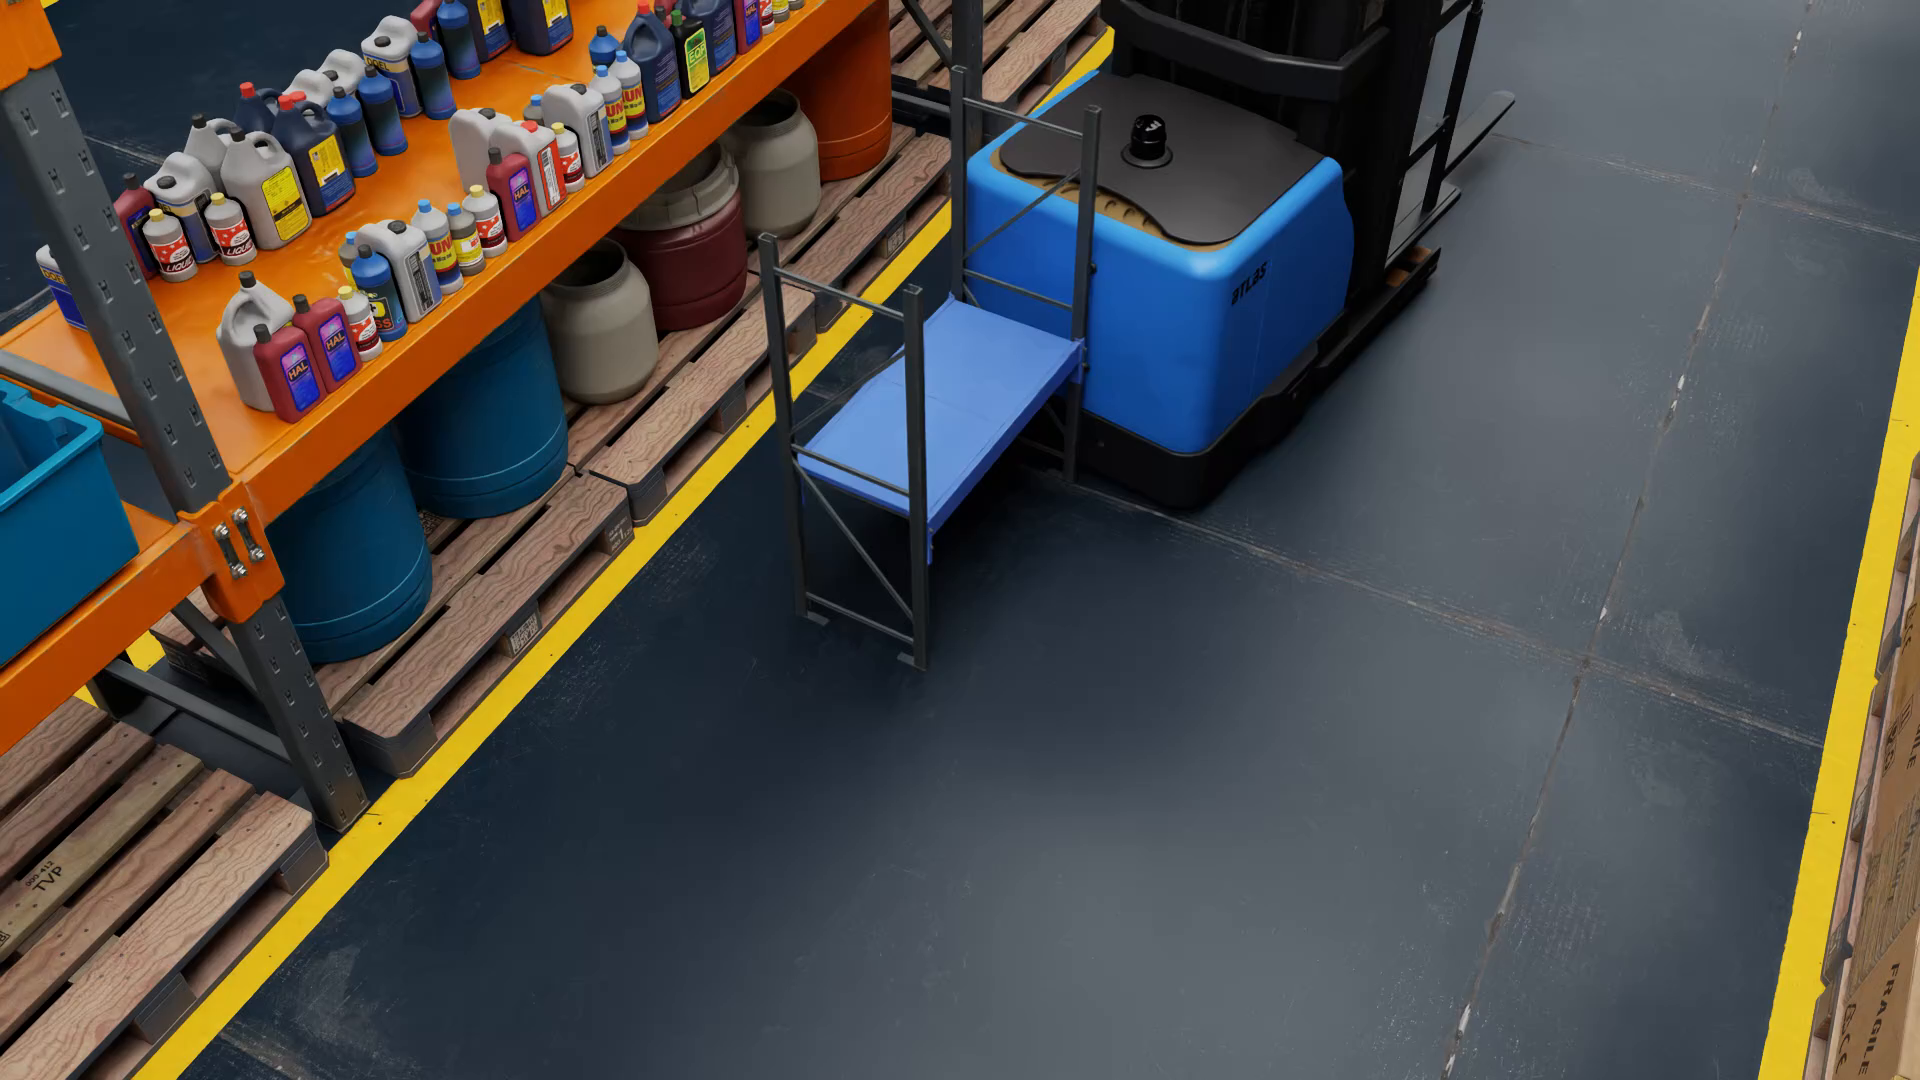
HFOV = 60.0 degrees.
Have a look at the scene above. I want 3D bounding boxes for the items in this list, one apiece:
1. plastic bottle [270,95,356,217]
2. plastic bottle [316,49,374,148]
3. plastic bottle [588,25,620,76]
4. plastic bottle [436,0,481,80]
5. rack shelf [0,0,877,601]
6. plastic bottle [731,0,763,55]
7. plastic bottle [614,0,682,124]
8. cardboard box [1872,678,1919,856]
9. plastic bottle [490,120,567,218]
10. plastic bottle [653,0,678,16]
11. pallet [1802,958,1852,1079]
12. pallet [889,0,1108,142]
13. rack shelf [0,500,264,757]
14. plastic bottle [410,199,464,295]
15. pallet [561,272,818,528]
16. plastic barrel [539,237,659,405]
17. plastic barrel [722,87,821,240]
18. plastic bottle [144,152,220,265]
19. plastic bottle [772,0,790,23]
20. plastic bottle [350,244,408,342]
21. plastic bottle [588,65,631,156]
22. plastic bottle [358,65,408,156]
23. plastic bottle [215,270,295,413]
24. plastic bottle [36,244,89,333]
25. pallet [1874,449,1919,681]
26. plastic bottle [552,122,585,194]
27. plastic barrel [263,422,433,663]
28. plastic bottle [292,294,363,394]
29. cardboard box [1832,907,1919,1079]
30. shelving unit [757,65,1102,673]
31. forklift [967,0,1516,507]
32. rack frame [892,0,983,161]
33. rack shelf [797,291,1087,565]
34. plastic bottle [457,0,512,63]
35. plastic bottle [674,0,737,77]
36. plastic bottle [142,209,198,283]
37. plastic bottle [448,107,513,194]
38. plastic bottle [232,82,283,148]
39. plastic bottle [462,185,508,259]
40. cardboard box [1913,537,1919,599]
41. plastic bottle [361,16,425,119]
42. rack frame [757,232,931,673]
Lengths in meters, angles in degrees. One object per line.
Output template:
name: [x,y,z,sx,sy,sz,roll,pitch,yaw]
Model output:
plastic bottle: [-1.879,-1.128,4.790,0.144,0.351,0.185,20,49,19]
plastic bottle: [-1.866,-1.333,5.046,0.152,0.276,0.135,20,49,19]
plastic bottle: [-1.099,-1.474,5.188,0.097,0.271,0.097,0,45,0]
plastic bottle: [-1.613,-1.624,5.336,0.097,0.271,0.097,0,45,0]
rack shelf: [-1.301,-1.396,5.527,1.077,0.370,4.000,20,49,19]
plastic bottle: [-0.713,-1.752,5.455,0.061,0.283,0.133,20,49,19]
plastic bottle: [-0.971,-1.489,5.147,0.144,0.351,0.185,20,49,19]
cardboard box: [2.836,0.622,4.475,0.500,0.500,0.500,19,48,18]
plastic bottle: [-1.247,-1.095,4.810,0.152,0.276,0.135,20,49,19]
plastic bottle: [-0.926,-1.684,5.387,0.061,0.283,0.133,20,49,19]
pallet: [2.501,1.704,3.918,1.003,0.211,1.213,20,49,19]
pallet: [0.022,-2.404,7.978,1.003,0.211,1.213,20,49,19]
rack shelf: [-3.158,1.124,3.036,1.077,0.370,4.000,20,49,19]
plastic bottle: [-1.429,-0.804,4.526,0.097,0.271,0.097,0,45,0]
pallet: [-1.269,-0.653,6.247,1.003,0.211,1.213,20,49,19]
plastic barrel: [-1.291,-0.772,5.858,0.421,0.512,0.421,0,45,0]
plastic barrel: [-0.767,-1.483,6.561,0.421,0.512,0.421,0,45,0]
plastic bottle: [-2.163,-0.931,4.648,0.152,0.276,0.135,20,49,19]
plastic bottle: [-0.630,-1.864,5.623,0.097,0.201,0.097,0,45,0]
plastic bottle: [-1.537,-0.658,4.382,0.097,0.271,0.097,0,45,0]
plastic bottle: [-1.061,-1.303,5.020,0.097,0.271,0.097,0,45,0]
plastic bottle: [-1.747,-1.302,5.018,0.097,0.271,0.097,0,45,0]
plastic bottle: [-1.760,-0.512,4.182,0.144,0.351,0.185,20,49,19]
plastic bottle: [-2.332,-0.701,4.421,0.152,0.276,0.135,20,49,19]
pallet: [3.633,0.167,5.437,1.003,0.211,1.213,20,49,19]
plastic bottle: [-1.169,-1.133,4.900,0.097,0.201,0.097,0,45,0]
plastic barrel: [-1.961,-0.136,4.956,0.600,0.901,0.708,20,49,19]
plastic bottle: [-1.619,-0.522,4.239,0.061,0.283,0.133,20,49,19]
cardboard box: [2.369,1.258,3.845,0.500,0.500,0.500,21,49,19]
shelving unit: [-0.062,-0.512,5.202,0.538,1.500,1.048,23,50,21]
forklift: [1.288,-2.144,5.808,1.130,2.935,3.031,28,52,25]
rack frame: [-0.372,-2.909,6.516,1.000,3.000,0.127,20,49,19]
rack shelf: [-0.062,-0.386,5.330,0.538,0.185,1.000,23,50,21]
plastic bottle: [-1.581,-1.753,5.408,0.144,0.351,0.185,20,49,19]
plastic bottle: [-0.824,-1.690,5.346,0.144,0.351,0.185,20,49,19]
plastic bottle: [-2.187,-0.820,4.592,0.097,0.201,0.097,0,45,0]
plastic bottle: [-1.382,-1.145,4.860,0.152,0.276,0.135,20,49,19]
plastic bottle: [-2.006,-1.175,4.837,0.144,0.351,0.185,20,49,19]
plastic bottle: [-1.338,-0.902,4.673,0.097,0.201,0.097,0,45,0]
cardboard box: [3.311,-0.023,5.112,0.500,0.500,0.500,19,48,18]
plastic bottle: [-1.759,-1.479,5.190,0.152,0.276,0.135,20,49,19]
rack frame: [-0.318,-0.200,4.894,0.500,1.500,0.032,23,50,21]
